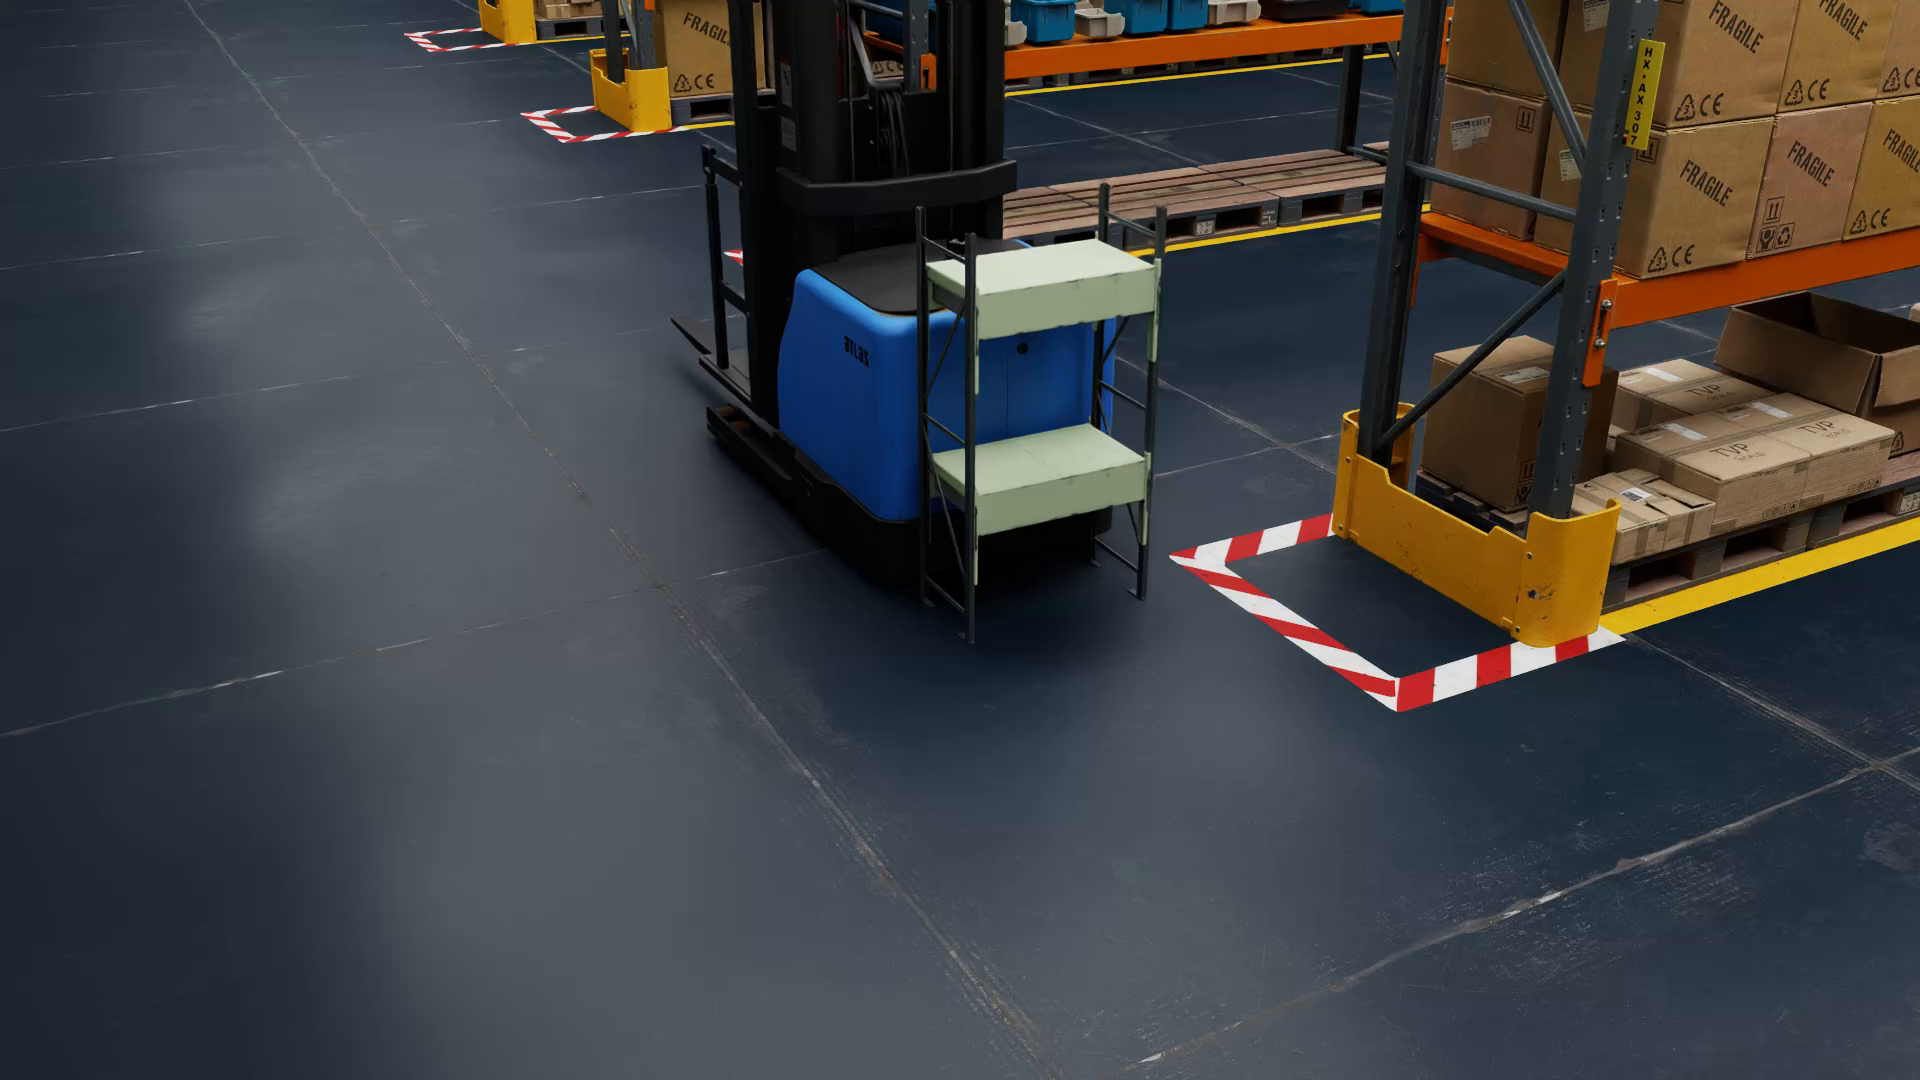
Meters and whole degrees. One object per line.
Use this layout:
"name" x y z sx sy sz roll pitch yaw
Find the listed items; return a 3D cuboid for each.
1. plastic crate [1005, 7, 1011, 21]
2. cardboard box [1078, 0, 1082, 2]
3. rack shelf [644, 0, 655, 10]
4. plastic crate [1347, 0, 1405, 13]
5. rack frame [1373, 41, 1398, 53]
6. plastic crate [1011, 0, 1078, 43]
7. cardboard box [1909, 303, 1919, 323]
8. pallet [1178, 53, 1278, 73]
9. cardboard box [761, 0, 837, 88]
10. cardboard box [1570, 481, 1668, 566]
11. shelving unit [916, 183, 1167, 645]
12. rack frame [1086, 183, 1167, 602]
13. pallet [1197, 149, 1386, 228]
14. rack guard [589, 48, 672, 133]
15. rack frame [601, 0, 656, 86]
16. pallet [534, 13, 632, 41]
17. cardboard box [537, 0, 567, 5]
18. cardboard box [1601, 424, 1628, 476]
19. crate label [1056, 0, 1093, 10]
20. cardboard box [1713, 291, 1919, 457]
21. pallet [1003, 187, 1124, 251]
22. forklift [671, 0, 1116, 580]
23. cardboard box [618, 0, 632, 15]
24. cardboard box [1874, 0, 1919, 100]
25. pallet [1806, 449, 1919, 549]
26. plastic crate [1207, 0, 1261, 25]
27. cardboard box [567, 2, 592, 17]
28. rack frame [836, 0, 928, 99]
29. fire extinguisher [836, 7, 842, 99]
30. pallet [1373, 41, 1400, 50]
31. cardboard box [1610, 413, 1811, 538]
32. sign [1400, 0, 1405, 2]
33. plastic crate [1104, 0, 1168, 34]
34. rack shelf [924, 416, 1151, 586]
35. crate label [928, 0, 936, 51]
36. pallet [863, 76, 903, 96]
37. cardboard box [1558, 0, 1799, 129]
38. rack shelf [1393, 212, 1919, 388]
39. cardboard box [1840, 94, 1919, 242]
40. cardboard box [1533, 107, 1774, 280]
"plastic crate" 0.169 -3.234 10.256 0.243 0.136 0.396 -13 29 -25
"cardboard box" 1.289 -5.167 16.015 0.875 0.875 1.225 -13 29 -25
"rack shelf" -1.031 -5.066 14.666 4.000 0.370 1.077 -13 29 -25
"plastic crate" 2.813 -3.700 10.940 0.575 0.384 0.392 -13 29 -25
"rack frame" 4.263 -6.612 17.056 0.127 3.000 1.000 -13 29 -25
"plastic crate" 0.489 -3.101 9.868 0.300 0.233 0.416 -13 29 -25
"cardboard box" 4.920 -0.997 7.958 0.500 0.311 0.500 -13 29 -25
"pallet" 2.457 -4.976 16.871 1.213 0.211 1.003 -13 29 -25
"cardboard box" -1.466 -4.560 14.752 0.875 0.875 0.875 -13 29 -25
"cardboard box" 2.394 -0.066 6.207 0.250 0.149 0.380 -13 29 -25
"shelving unit" 0.276 -0.450 5.954 0.755 1.500 0.431 -13 28 -25
"rack frame" 0.601 -0.523 6.106 0.023 1.500 0.400 -13 28 -25
"pallet" 2.434 -2.484 11.680 1.213 0.211 1.003 -13 29 -25
"rack guard" -2.817 -3.851 14.193 0.348 0.500 1.175 -13 29 -25
"rack frame" -2.796 -4.983 13.662 0.127 3.000 1.000 -13 29 -25
"pallet" -4.240 -5.808 18.603 1.213 0.211 1.003 -13 29 -25
"cardboard box" -4.457 -5.944 18.130 0.250 0.149 0.380 -12 28 -23
"cardboard box" 2.626 -0.373 6.825 0.250 0.166 0.380 -13 29 -25
"crate label" 0.666 -3.354 10.505 0.243 0.136 0.396 -13 29 -25
"cardboard box" 3.737 -0.702 7.121 0.637 0.503 0.797 -13 29 -25
"pallet" 0.281 -1.987 10.645 1.213 0.211 1.003 -13 29 -25
"forklift" -0.514 -1.776 7.064 1.130 2.935 3.031 -13 28 -25
"cardboard box" -3.742 -5.934 18.452 0.250 0.149 0.380 -13 28 -24
"cardboard box" 3.280 -1.893 5.957 0.500 0.500 0.500 -13 28 -24
"pallet" 3.708 -0.366 7.269 1.213 0.211 1.003 -13 29 -25
"plastic crate" 1.669 -3.344 10.485 0.466 0.136 0.293 -13 29 -25
"cardboard box" -4.235 -5.871 18.320 0.250 0.149 0.380 -13 29 -25
"rack frame" -0.465 -3.091 9.722 0.127 3.000 1.000 -13 29 -25
"fire extinguisher" -0.812 -3.031 10.117 0.183 0.674 0.296 -13 29 -25
"pallet" 4.954 -5.513 17.990 1.213 0.211 1.003 -13 29 -25
"cardboard box" 2.917 -0.262 6.498 0.500 0.250 0.500 -13 29 -25
"sign" 1.619 -2.079 5.912 0.005 0.325 0.100 -13 29 -25
"plastic crate" 1.070 -3.235 10.147 0.300 0.233 0.416 -13 29 -25
"rack shelf" 0.276 -0.156 6.096 0.720 0.370 0.431 -13 28 -25
"crate label" -0.092 -2.967 9.588 0.303 0.233 0.416 -13 29 -25
"pallet" -1.052 -4.165 15.181 1.213 0.211 1.003 -13 29 -25
"cardboard box" 2.378 -1.684 5.521 0.500 0.500 0.500 -12 28 -24
"rack shelf" 3.627 -1.282 6.785 4.000 0.370 1.077 -13 29 -25
"cardboard box" 3.275 -1.441 6.171 0.500 0.500 0.500 -13 29 -25
"cardboard box" 2.378 -1.233 5.737 0.500 0.500 0.500 -12 28 -24
